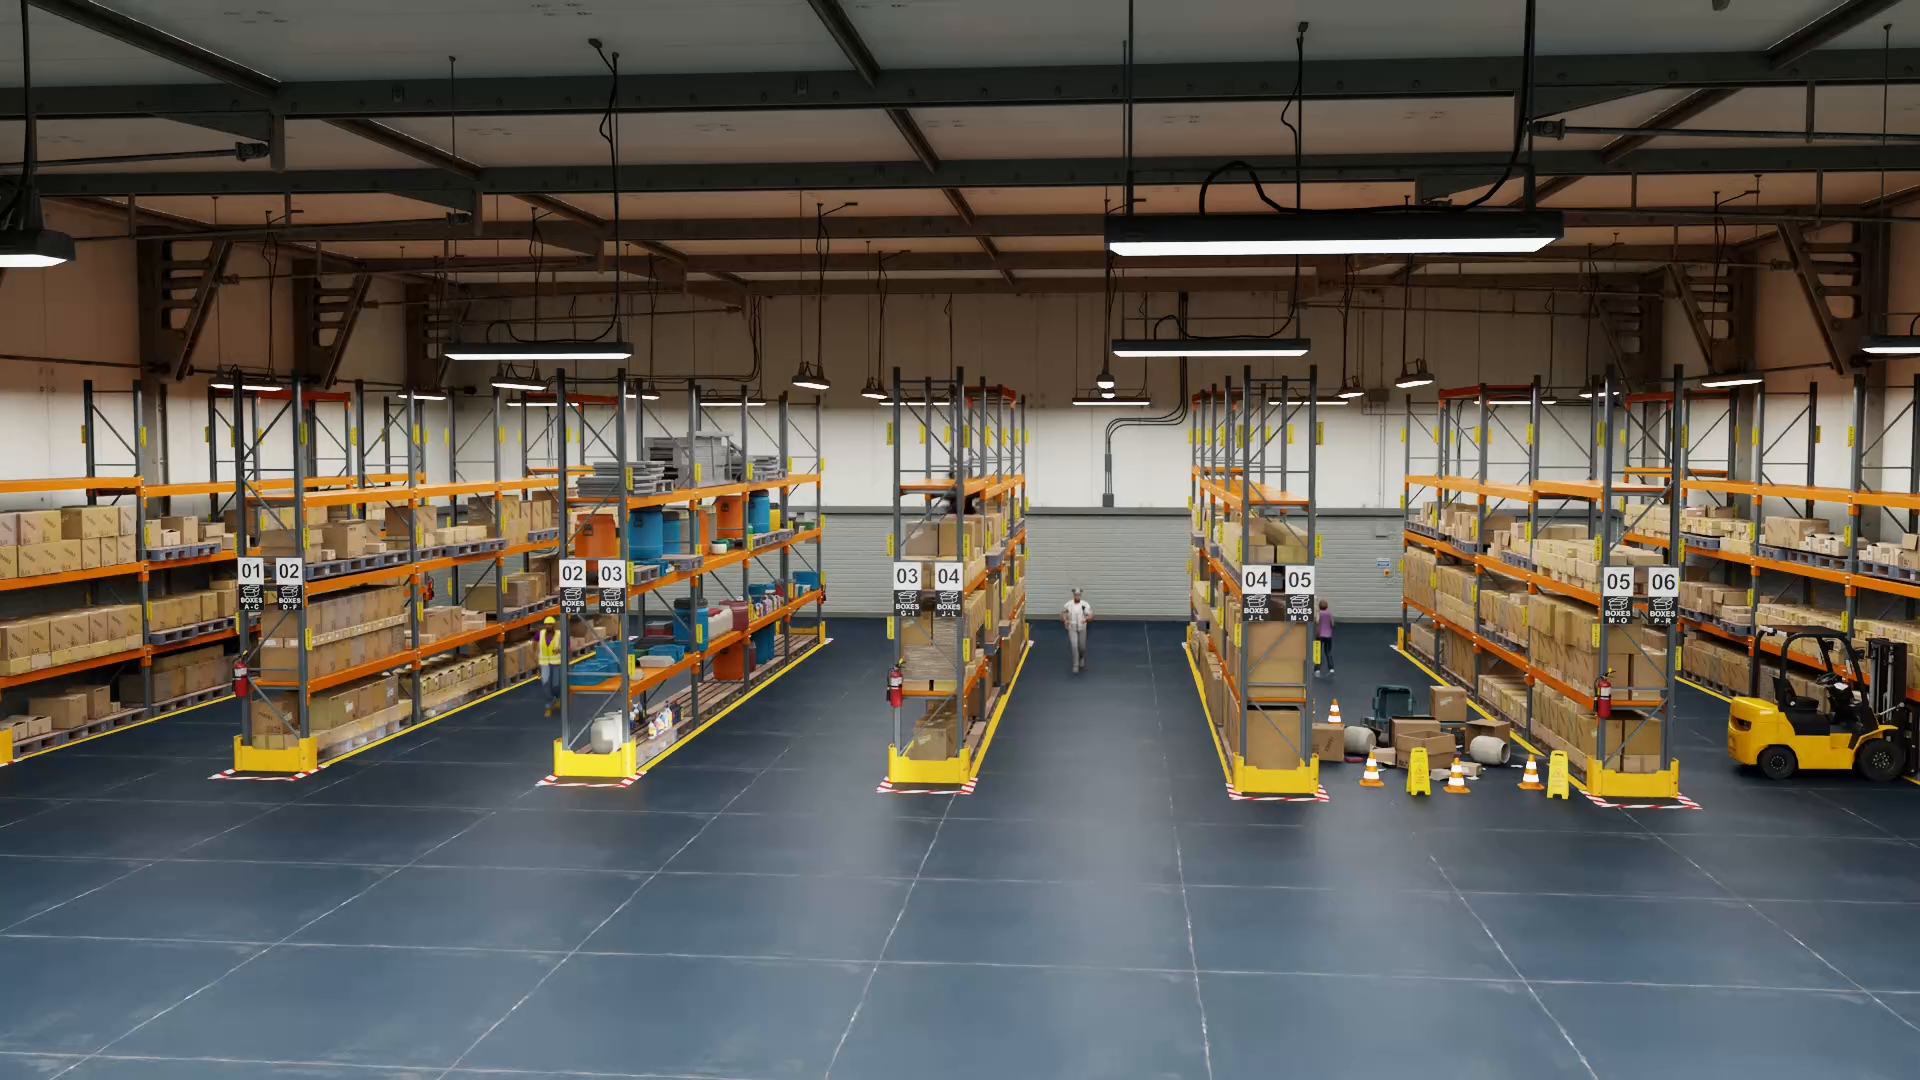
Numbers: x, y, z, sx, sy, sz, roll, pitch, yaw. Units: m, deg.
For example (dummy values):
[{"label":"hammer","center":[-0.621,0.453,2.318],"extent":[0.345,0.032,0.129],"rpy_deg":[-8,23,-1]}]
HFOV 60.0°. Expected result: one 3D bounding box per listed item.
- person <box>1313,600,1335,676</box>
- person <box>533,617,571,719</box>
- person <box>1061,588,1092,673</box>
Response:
[{"label":"person","center":[7.560,2.111,34.534],"extent":[0.499,1.530,0.809],"rpy_deg":[0,4,-7]},{"label":"person","center":[-7.361,2.264,29.985],"extent":[0.729,1.799,0.971],"rpy_deg":[0,4,-2]},{"label":"person","center":[2.504,1.909,35.624],"extent":[0.666,1.790,0.825],"rpy_deg":[0,4,3]}]
